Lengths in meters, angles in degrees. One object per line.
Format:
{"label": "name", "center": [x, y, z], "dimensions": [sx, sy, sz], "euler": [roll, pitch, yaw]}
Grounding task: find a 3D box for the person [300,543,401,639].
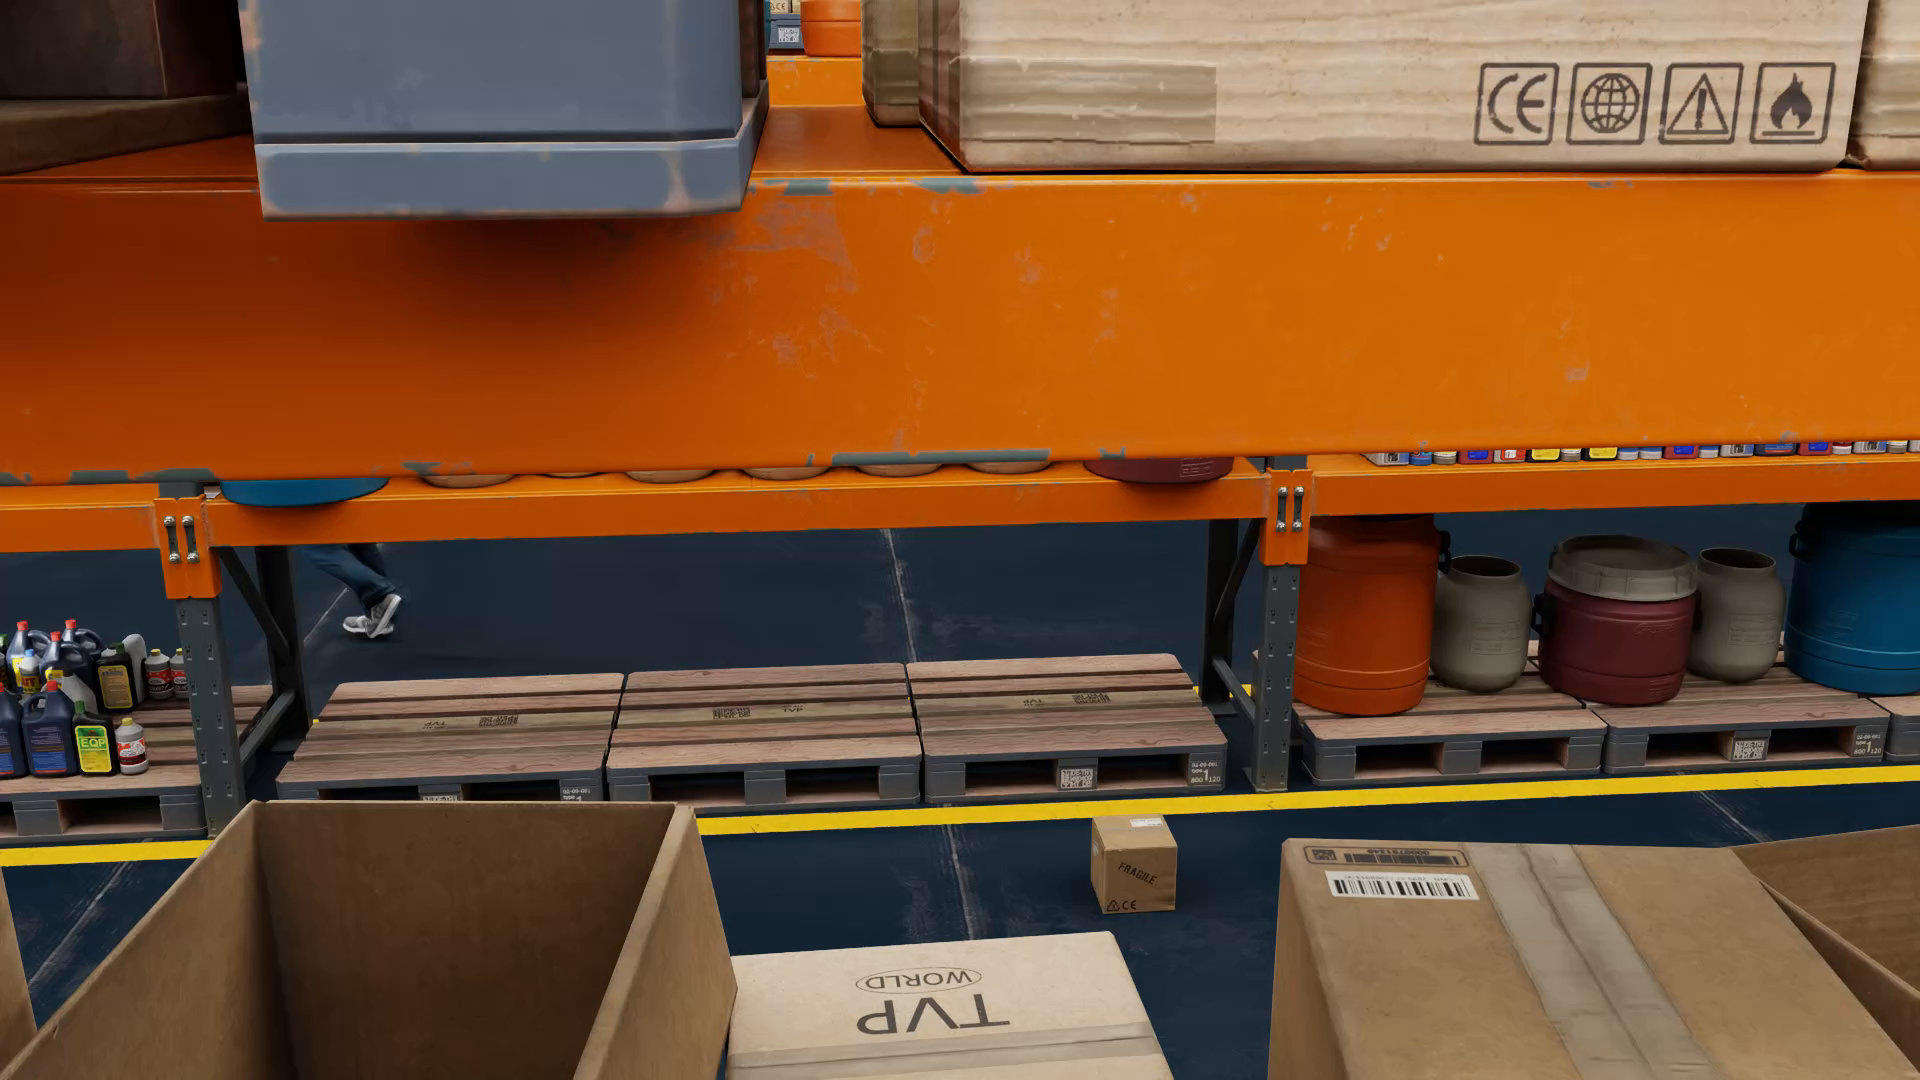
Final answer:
{"label": "person", "center": [-2.922, -0.274, 7.983], "dimensions": [0.443, 1.584, 0.459], "euler": [2, 17, 5]}
